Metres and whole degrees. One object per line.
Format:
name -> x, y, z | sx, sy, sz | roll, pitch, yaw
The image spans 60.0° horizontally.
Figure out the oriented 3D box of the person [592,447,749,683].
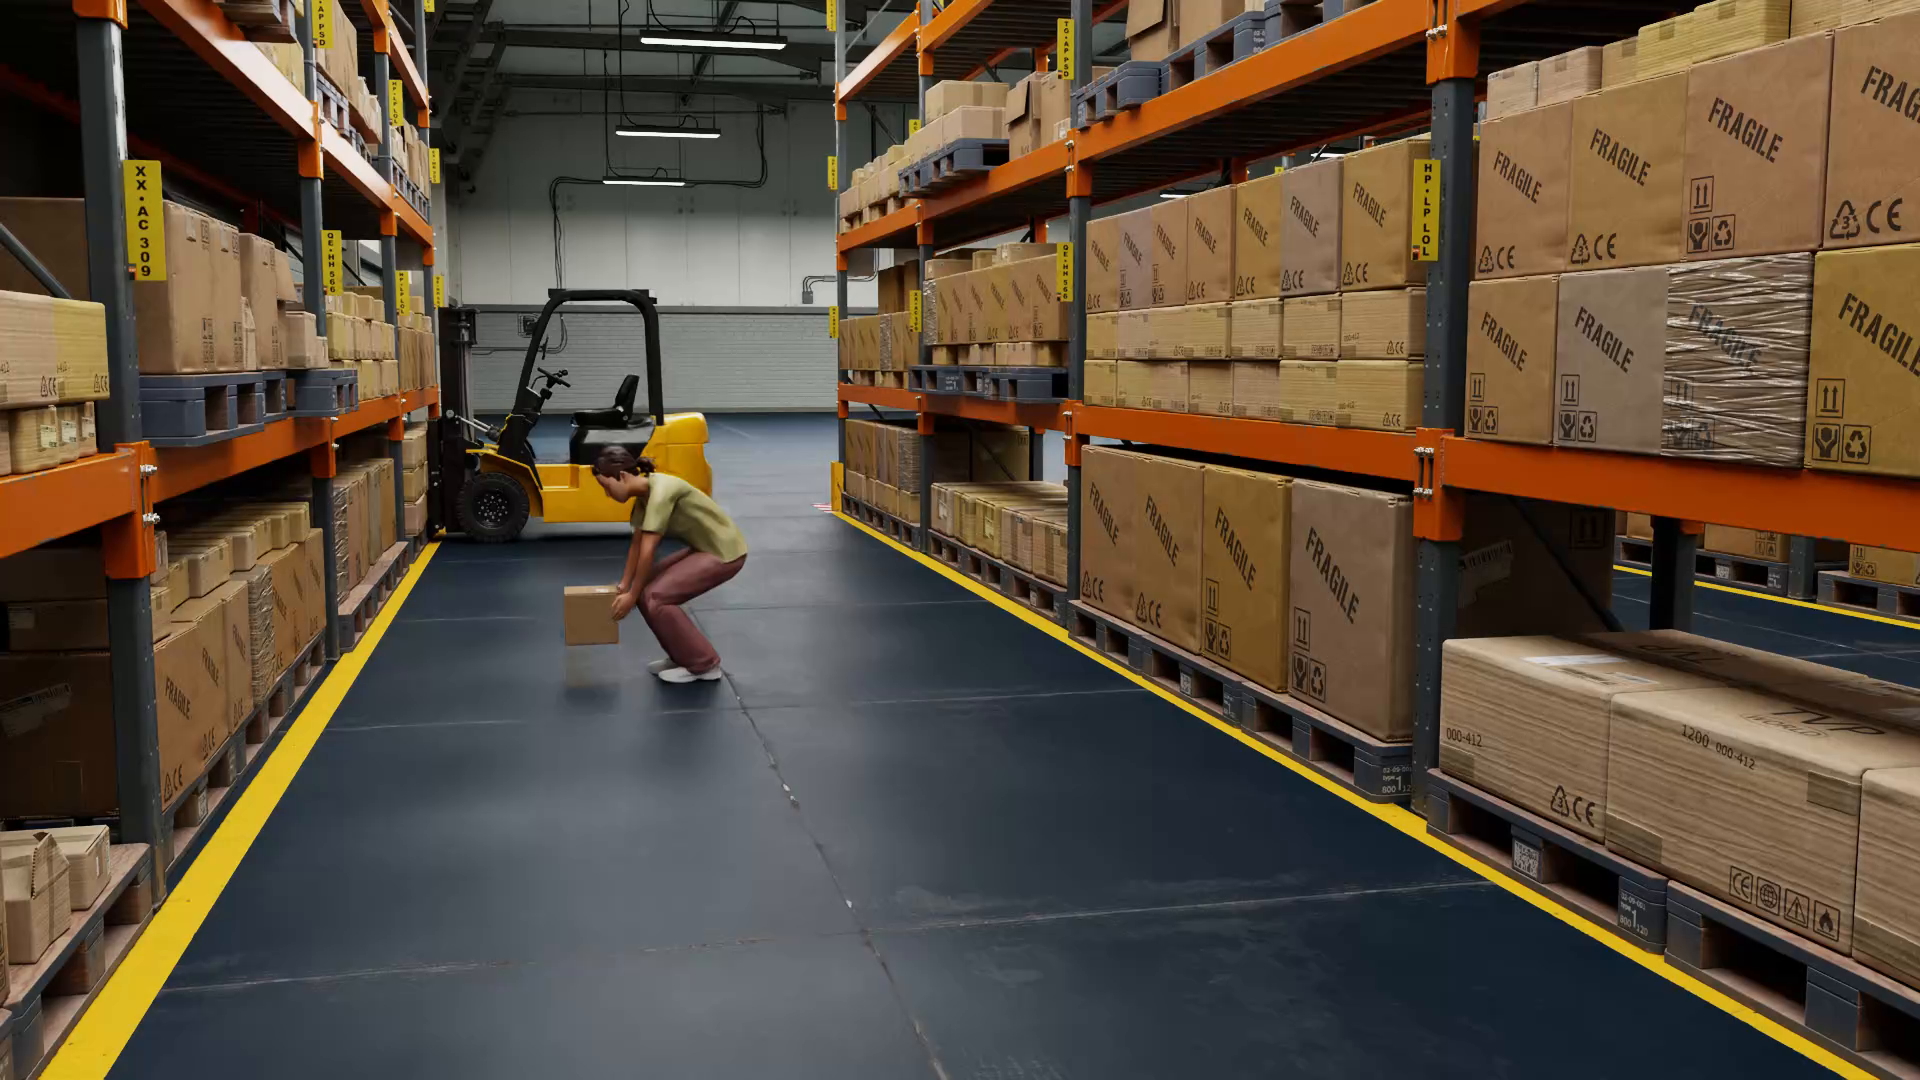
person -> -1.398, 0.115, 8.073 | 0.740, 1.142, 0.502 | -2, 6, -14
